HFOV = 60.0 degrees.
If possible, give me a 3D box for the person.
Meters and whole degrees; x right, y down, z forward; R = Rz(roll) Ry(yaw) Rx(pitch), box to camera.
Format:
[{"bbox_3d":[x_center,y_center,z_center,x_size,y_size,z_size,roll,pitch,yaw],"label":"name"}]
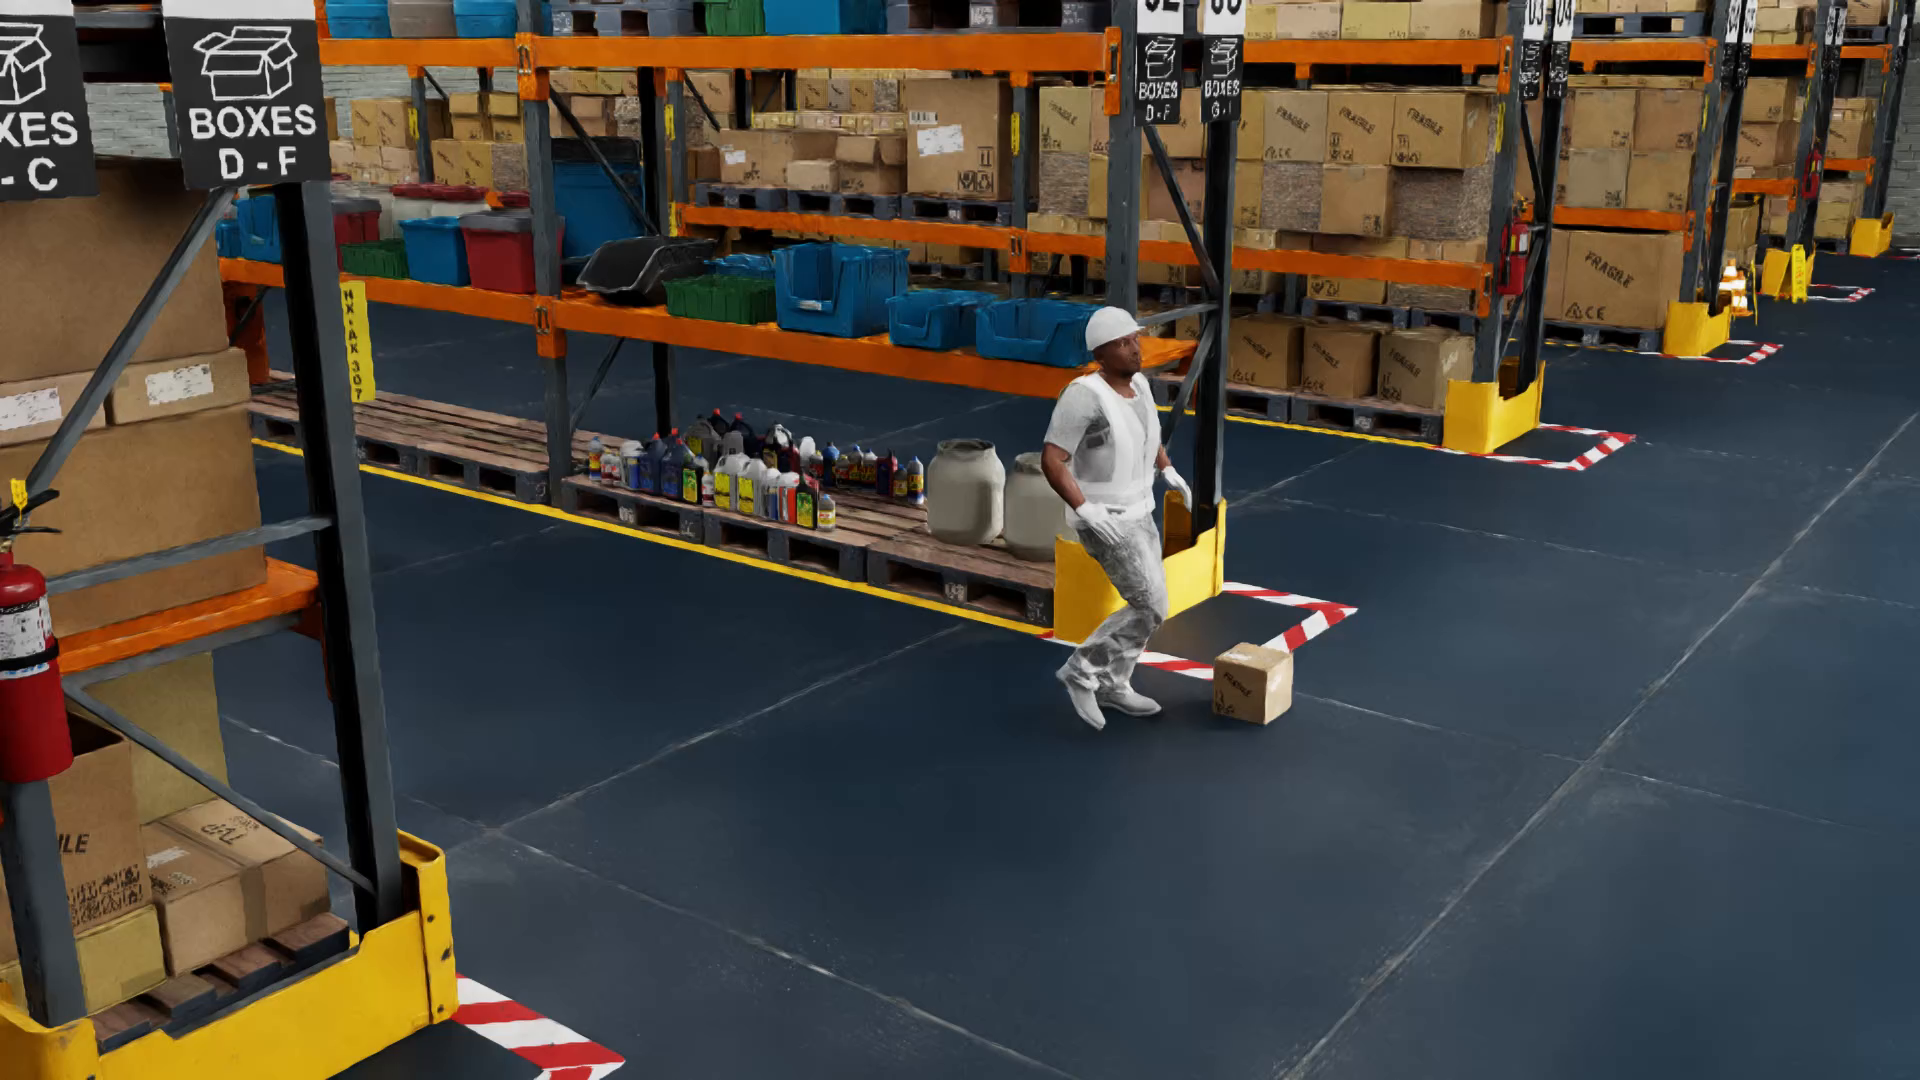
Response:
[{"bbox_3d":[0.685,-0.097,6.893,0.515,1.750,0.734,8,18,25],"label":"person"}]
